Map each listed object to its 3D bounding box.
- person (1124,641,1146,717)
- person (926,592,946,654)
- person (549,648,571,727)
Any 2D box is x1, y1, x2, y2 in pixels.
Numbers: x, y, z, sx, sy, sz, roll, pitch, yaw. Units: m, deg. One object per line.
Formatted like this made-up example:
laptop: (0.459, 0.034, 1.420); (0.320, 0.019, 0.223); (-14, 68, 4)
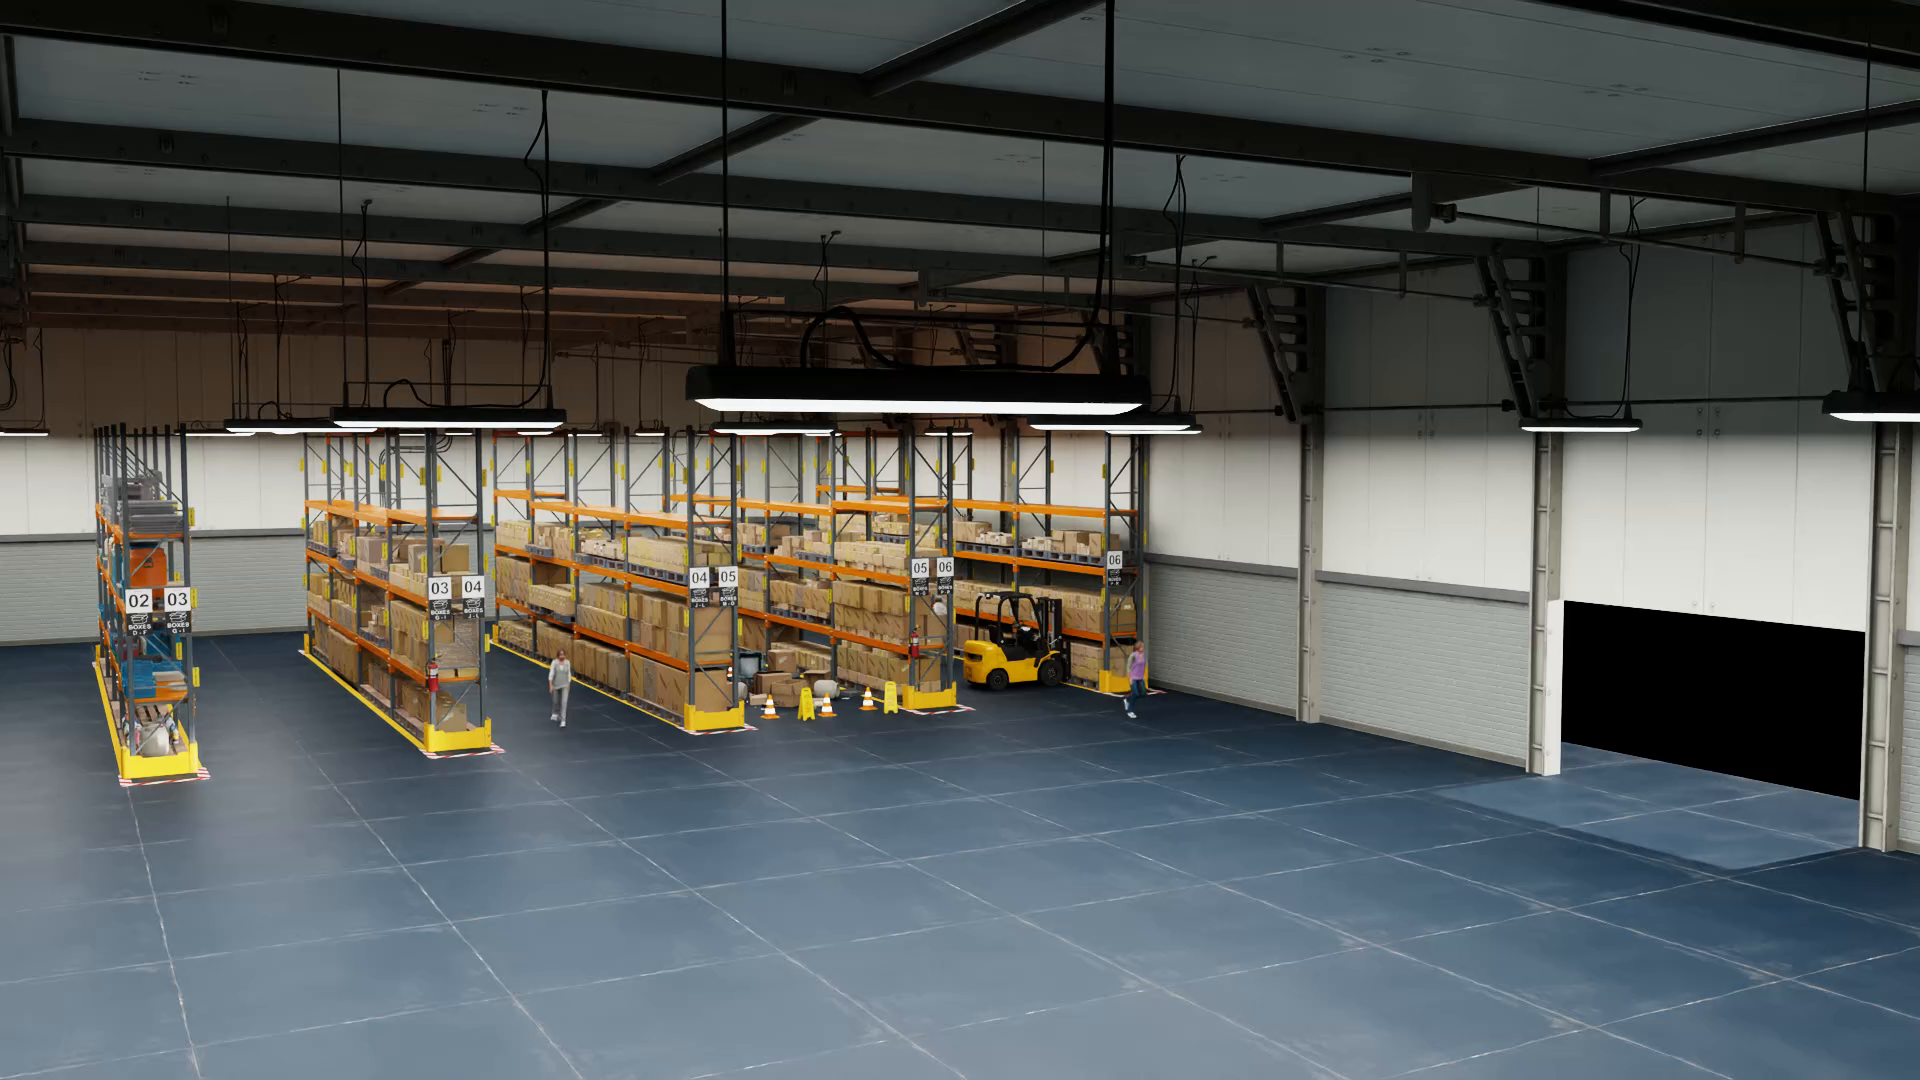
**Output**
person: (3.572, 2.863, 34.396); (0.512, 1.577, 0.479); (3, 5, 45)
person: (-0.538, 2.132, 42.449); (0.485, 1.594, 0.677); (-3, 5, -42)
person: (-7.994, 2.927, 33.221); (0.441, 1.557, 0.952); (-1, 4, -19)
